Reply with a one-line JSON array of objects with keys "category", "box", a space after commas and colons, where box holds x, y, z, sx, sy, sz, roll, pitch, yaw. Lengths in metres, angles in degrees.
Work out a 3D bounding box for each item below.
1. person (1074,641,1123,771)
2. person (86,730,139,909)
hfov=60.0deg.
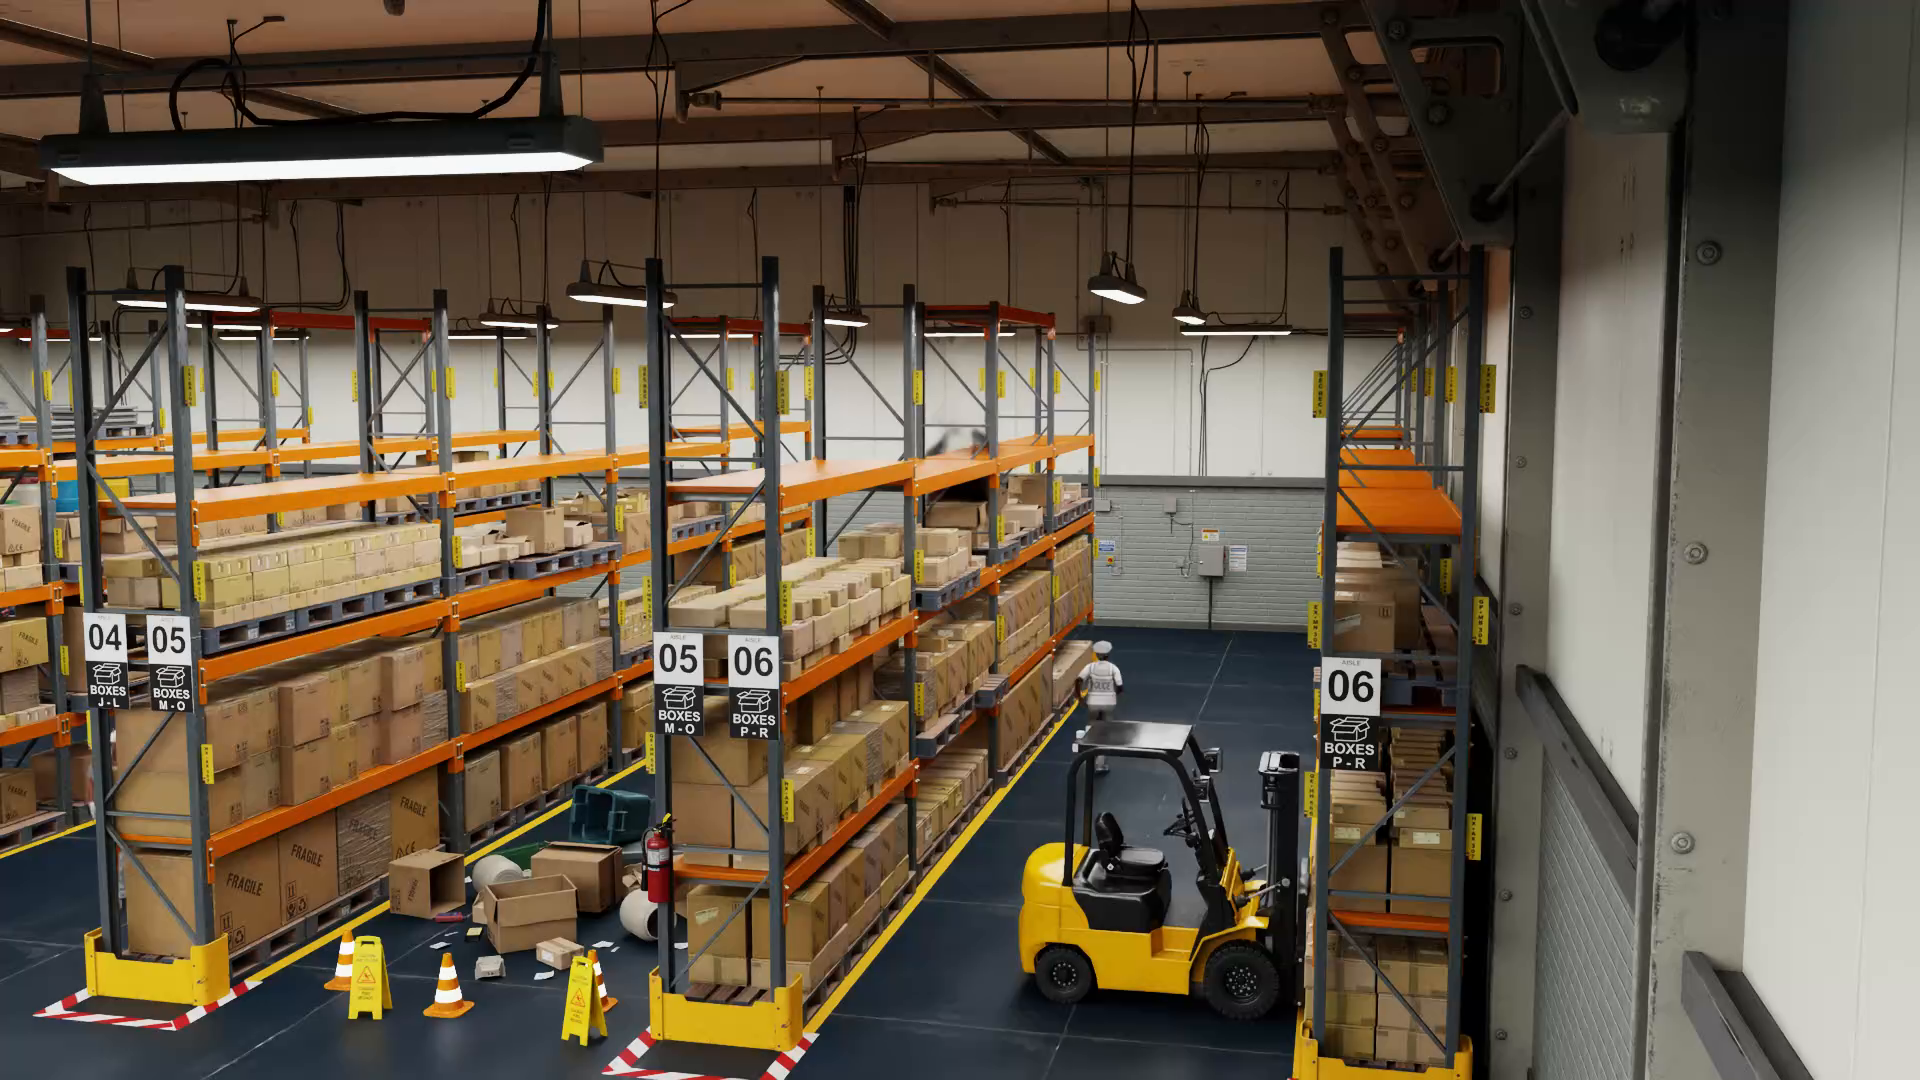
[{"category": "person", "box": [1.812, 2.146, 21.537, 0.596, 1.690, 0.644, 2, 6, 15]}, {"category": "person", "box": [-8.163, 2.680, 16.268, 0.699, 1.745, 0.786, 0, 6, -4]}]
